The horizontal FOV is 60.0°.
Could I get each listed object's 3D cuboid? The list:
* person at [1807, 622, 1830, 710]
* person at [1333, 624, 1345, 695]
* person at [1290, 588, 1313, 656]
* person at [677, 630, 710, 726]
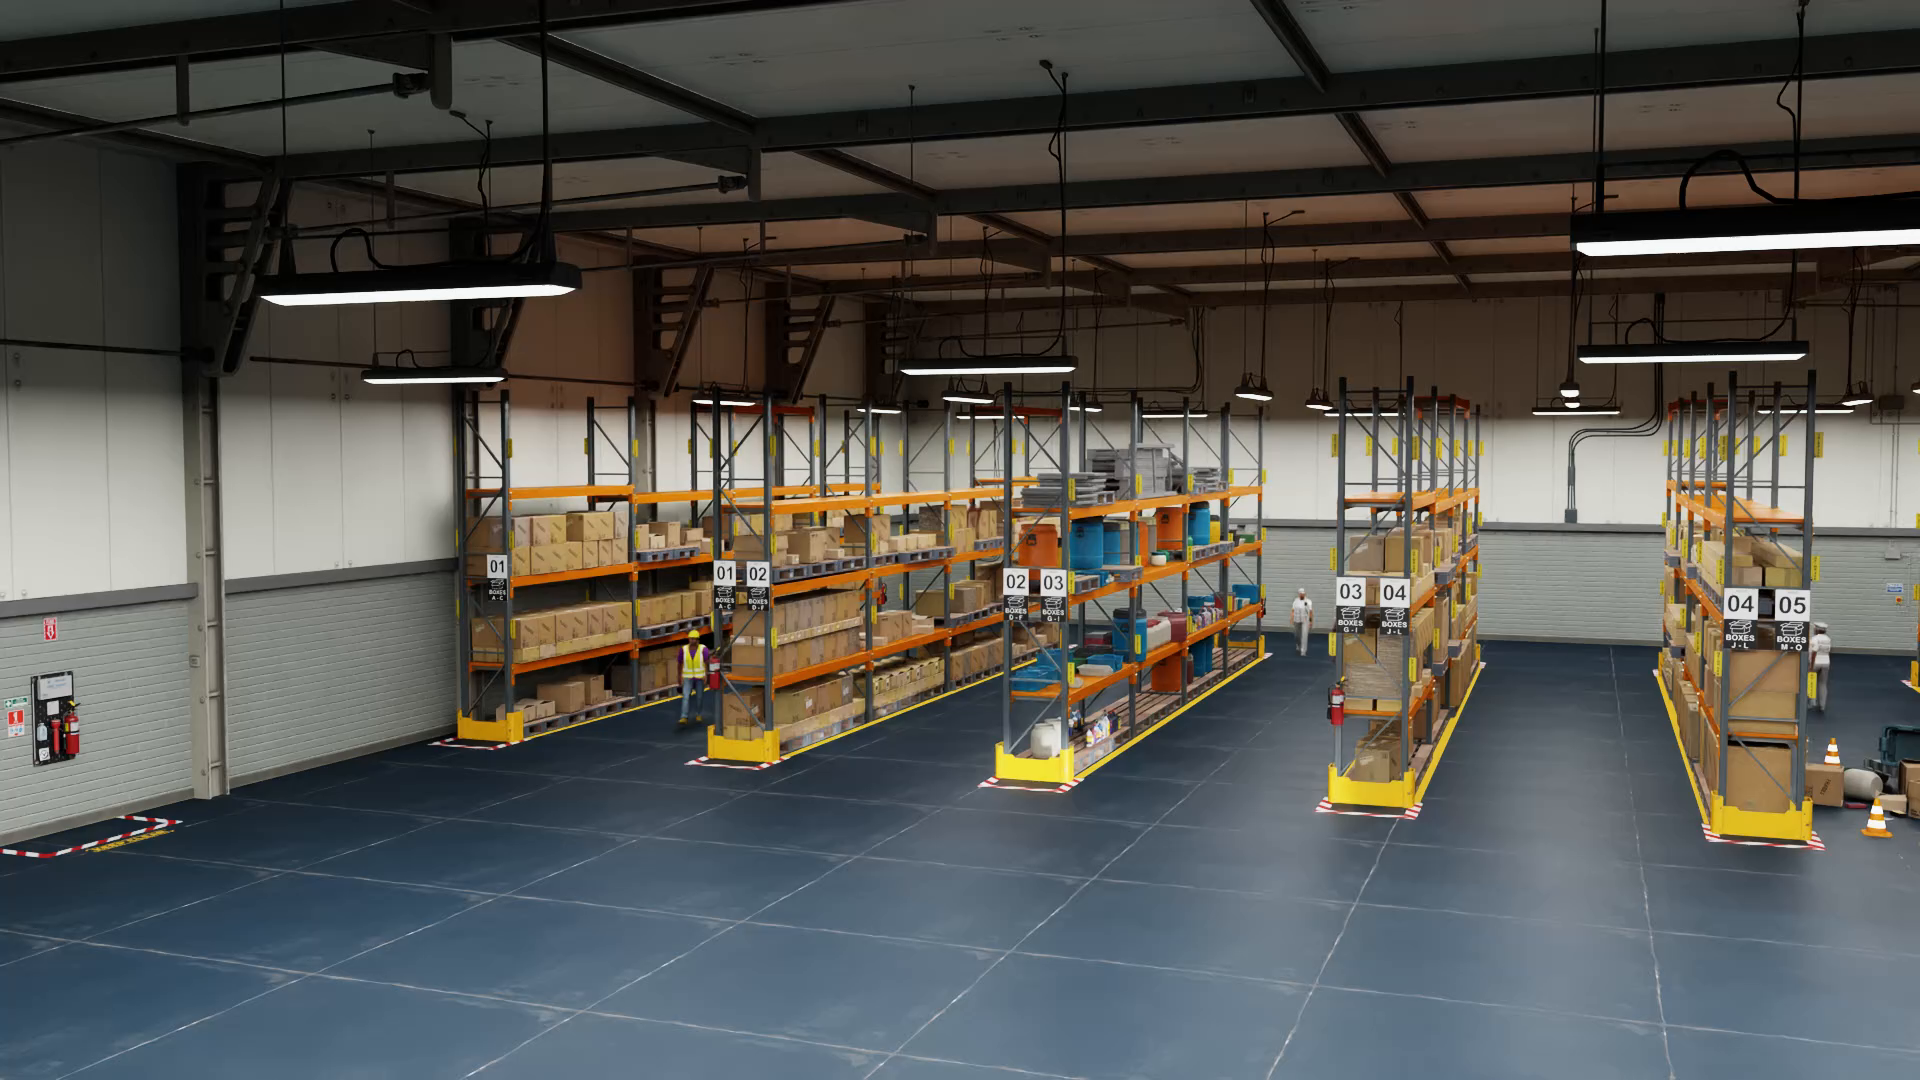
[{"bbox_3d":[16.422,2.423,31.800,0.457,1.714,0.427,0,3,0],"label":"person"},{"bbox_3d":[7.906,2.288,34.046,0.616,1.695,0.849,2,4,32],"label":"person"},{"bbox_3d":[8.281,1.964,40.255,0.524,1.603,1.043,1,3,20],"label":"person"},{"bbox_3d":[-4.788,2.472,29.904,0.590,1.699,1.082,0,3,-9],"label":"person"}]
